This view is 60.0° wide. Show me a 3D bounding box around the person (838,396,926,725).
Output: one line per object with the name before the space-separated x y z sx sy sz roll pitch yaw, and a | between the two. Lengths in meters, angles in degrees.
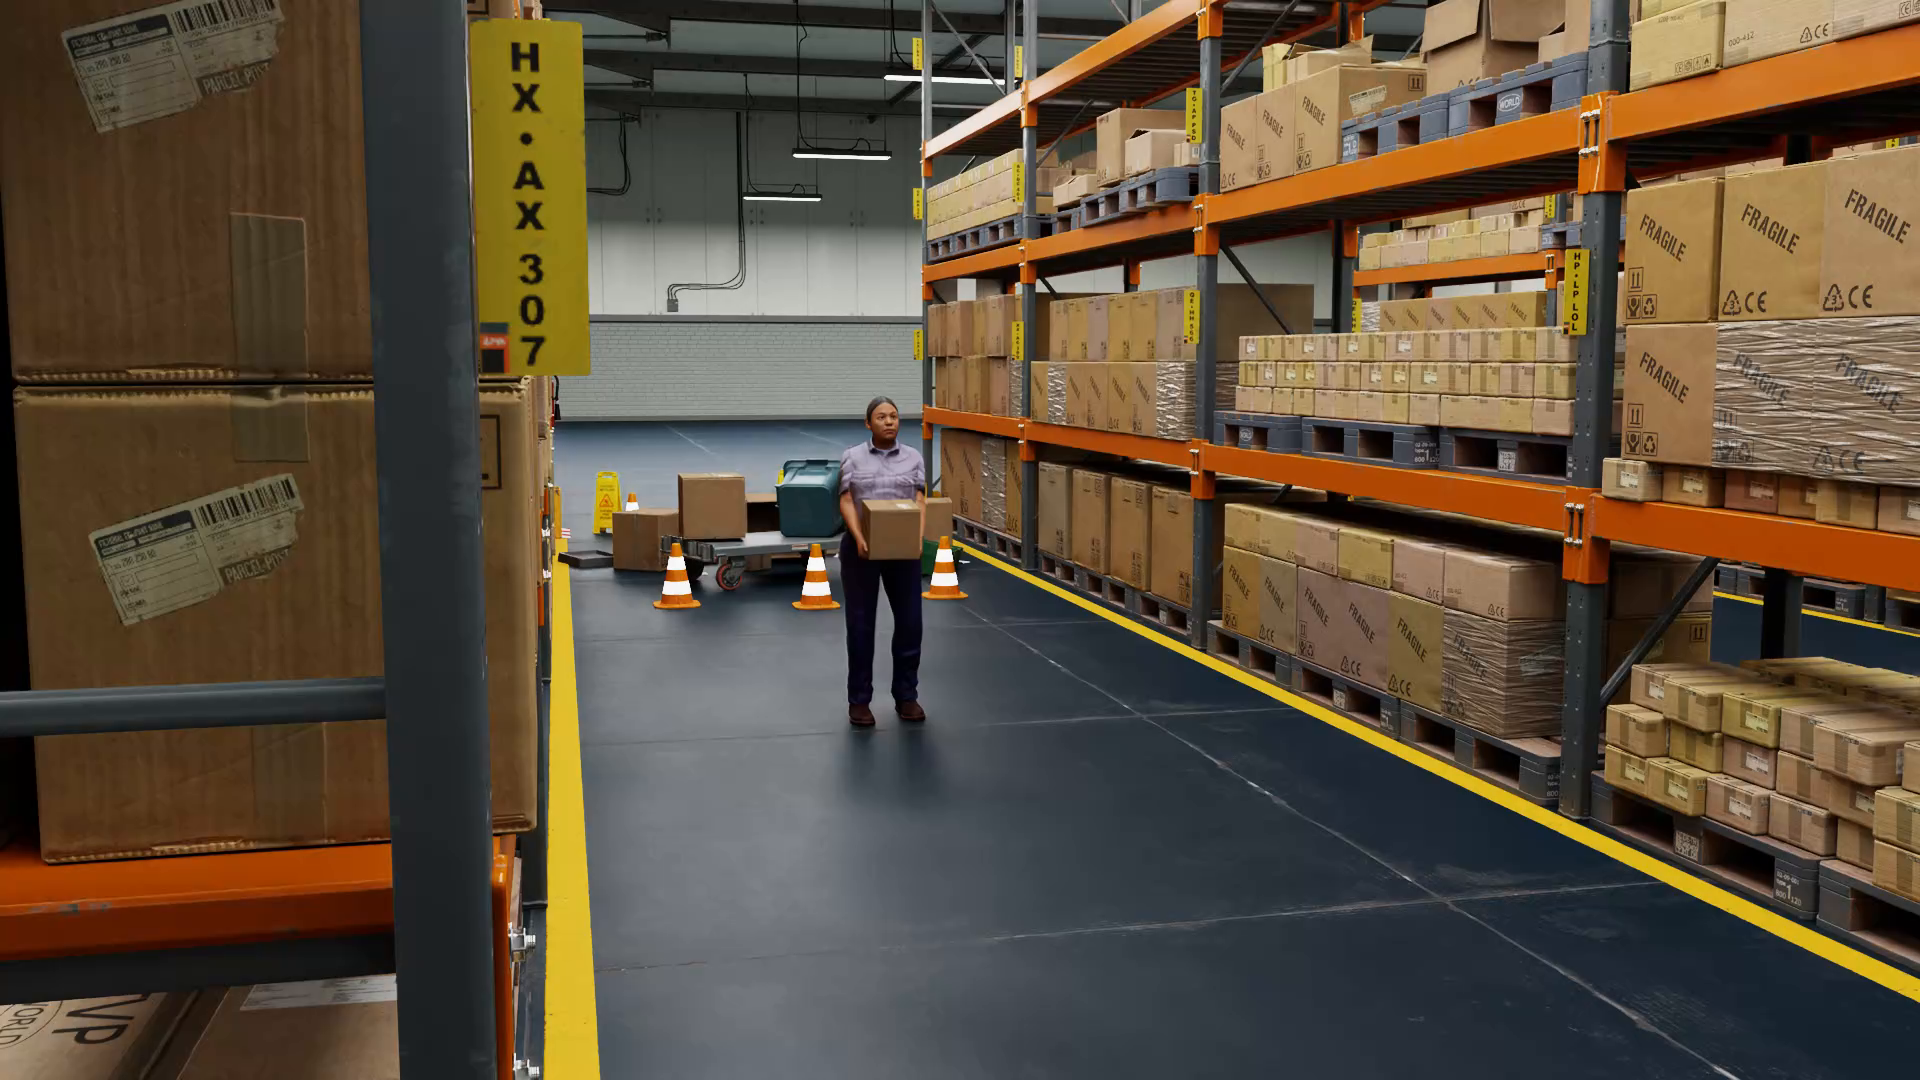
person | -0.376 0.101 8.384 0.453 1.637 0.523 -1 6 -13
